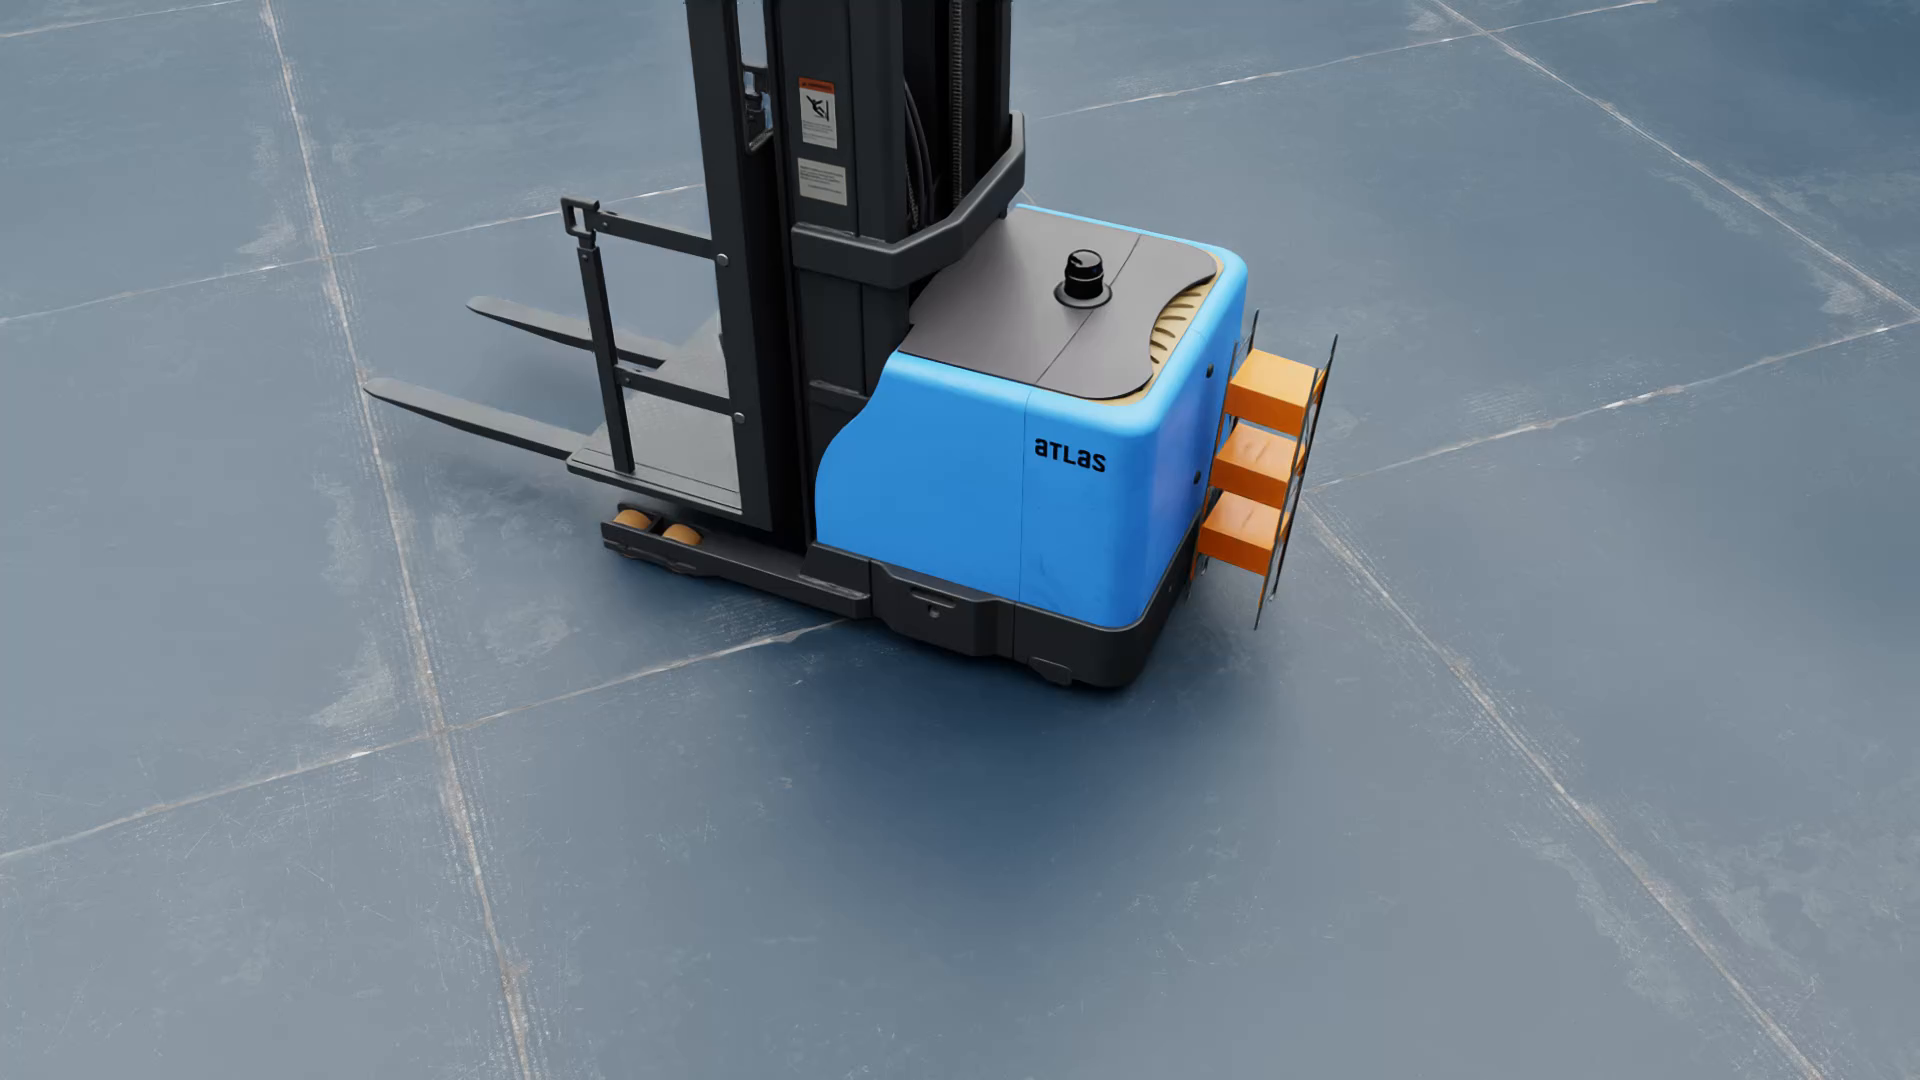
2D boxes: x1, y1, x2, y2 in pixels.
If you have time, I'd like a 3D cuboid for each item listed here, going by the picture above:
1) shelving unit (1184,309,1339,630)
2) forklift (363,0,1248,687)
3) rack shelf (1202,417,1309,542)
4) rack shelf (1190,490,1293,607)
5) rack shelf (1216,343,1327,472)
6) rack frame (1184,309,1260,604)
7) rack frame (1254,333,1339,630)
[{"bbox_3d":[0.921,-0.195,5.162,0.252,1.050,0.215,21,45,18],"label":"shelving unit"},{"bbox_3d":[-0.658,-1.294,5.007,3.031,2.935,1.130,16,43,18],"label":"forklift"},{"bbox_3d":[0.920,-0.188,5.170,0.240,0.259,0.215,21,45,18],"label":"rack shelf"},{"bbox_3d":[0.907,0.018,5.356,0.240,0.259,0.215,21,45,18],"label":"rack shelf"},{"bbox_3d":[0.934,-0.398,4.979,0.240,0.259,0.215,21,45,18],"label":"rack shelf"},{"bbox_3d":[0.812,-0.237,5.200,0.008,1.050,0.200,21,45,18],"label":"rack frame"},{"bbox_3d":[1.029,-0.154,5.125,0.008,1.050,0.200,21,45,18],"label":"rack frame"}]
